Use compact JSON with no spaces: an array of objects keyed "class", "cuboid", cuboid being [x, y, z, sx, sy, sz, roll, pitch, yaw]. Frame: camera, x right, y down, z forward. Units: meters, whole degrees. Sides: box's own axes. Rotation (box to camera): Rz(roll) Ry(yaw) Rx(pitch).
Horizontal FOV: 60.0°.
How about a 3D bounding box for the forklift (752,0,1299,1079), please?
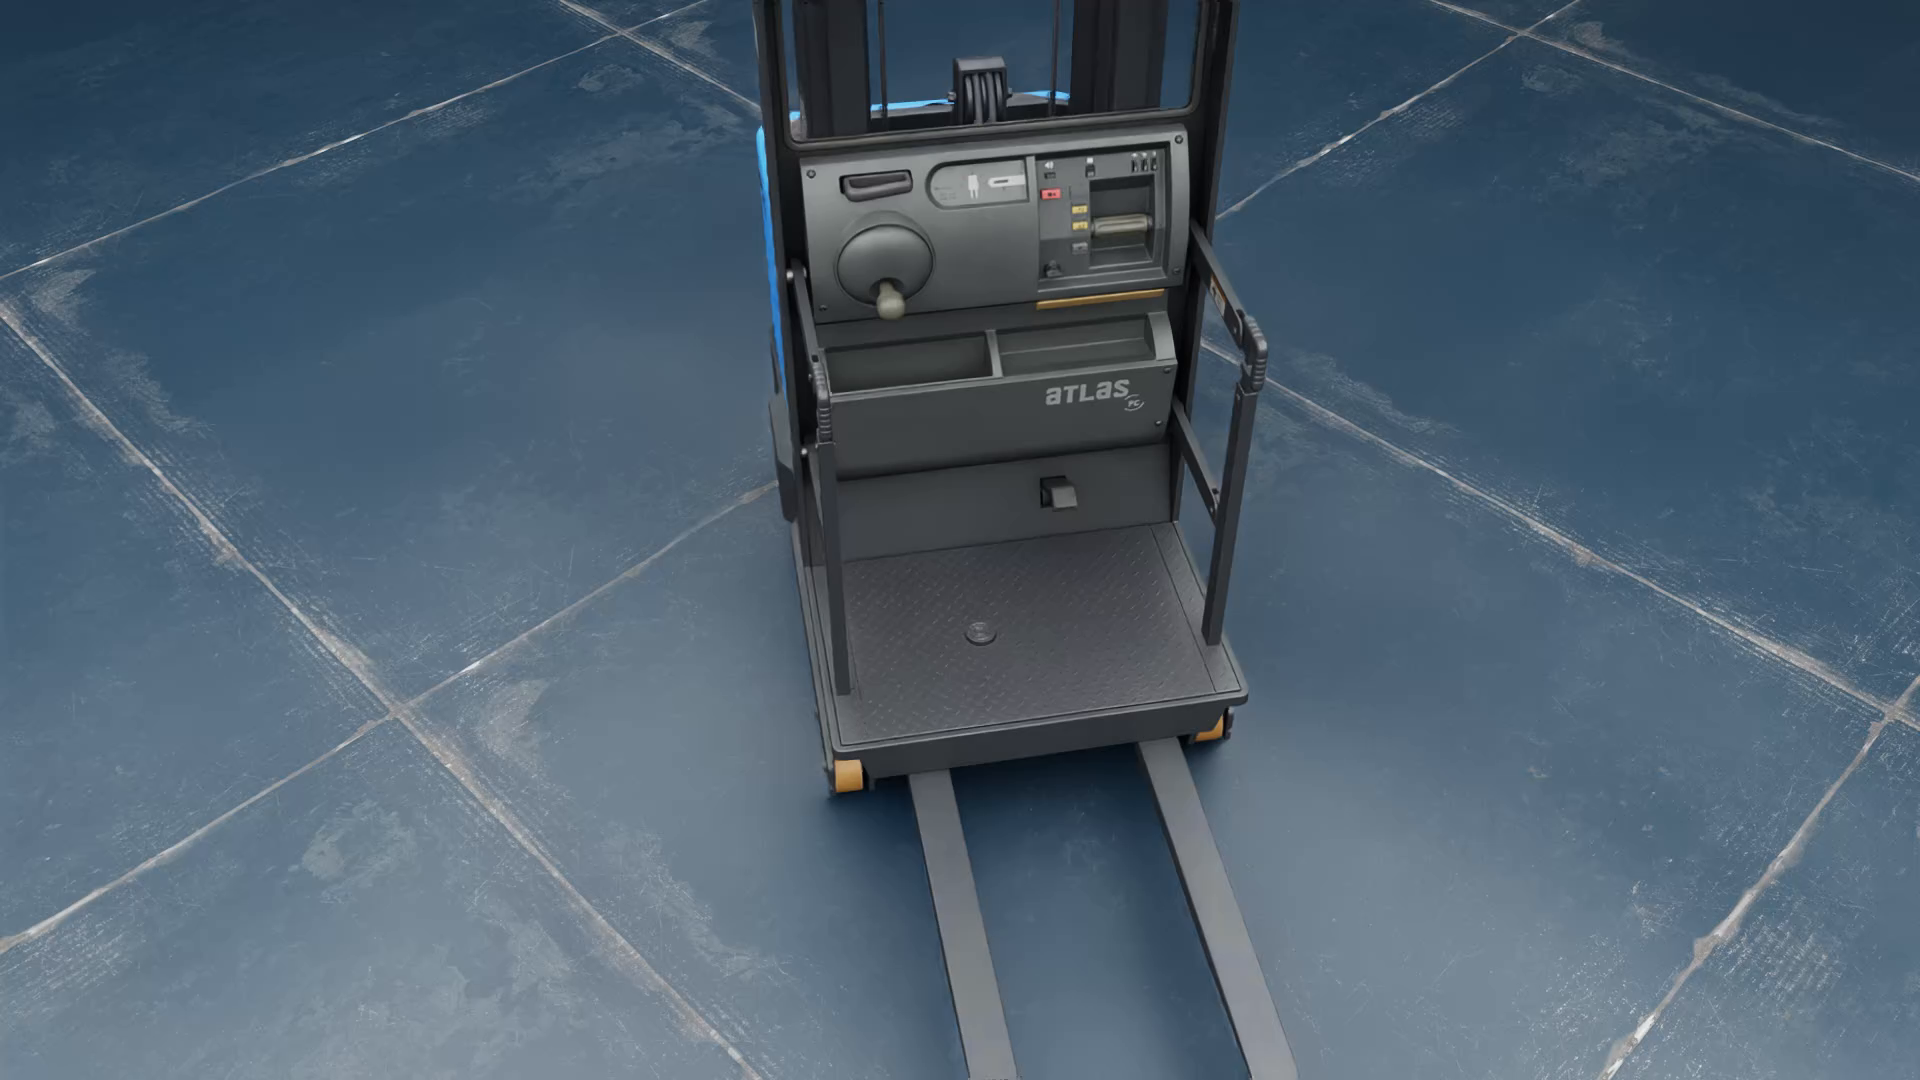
[{"class":"forklift","cuboid":[0.133,-0.667,3.812,1.130,2.935,3.031,-7,43,-8]}]
